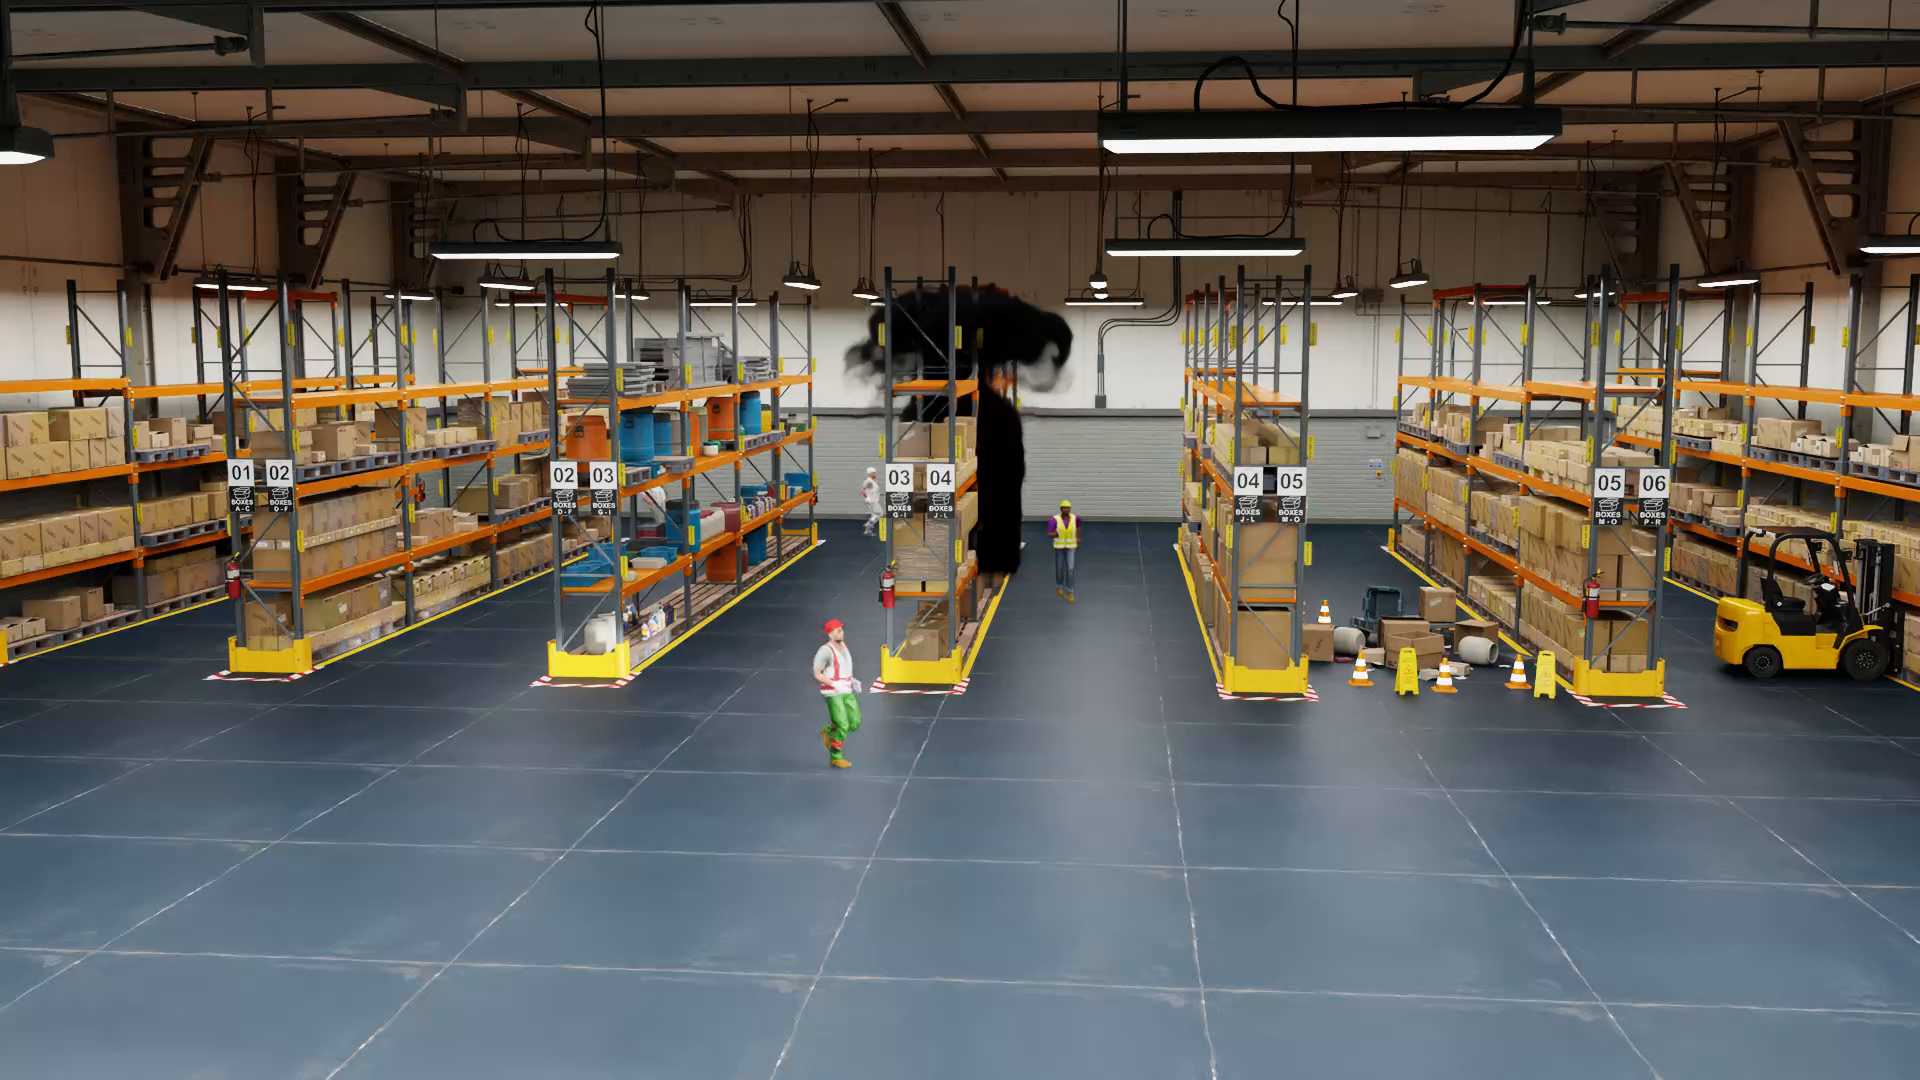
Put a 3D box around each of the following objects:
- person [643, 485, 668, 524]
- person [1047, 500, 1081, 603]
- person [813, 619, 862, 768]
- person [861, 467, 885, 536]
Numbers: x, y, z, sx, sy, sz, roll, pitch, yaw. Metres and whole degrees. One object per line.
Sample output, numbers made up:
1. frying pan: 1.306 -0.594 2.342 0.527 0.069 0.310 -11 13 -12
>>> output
1. person: -7.468 -0.829 41.066 0.659 1.752 0.708 7 10 43
2. person: 1.890 0.185 30.137 0.650 1.837 0.817 0 7 0
3. person: -1.436 1.789 19.460 0.566 1.741 0.657 4 8 33
4. person: -2.140 -0.953 41.808 0.603 1.739 0.664 1 7 8
